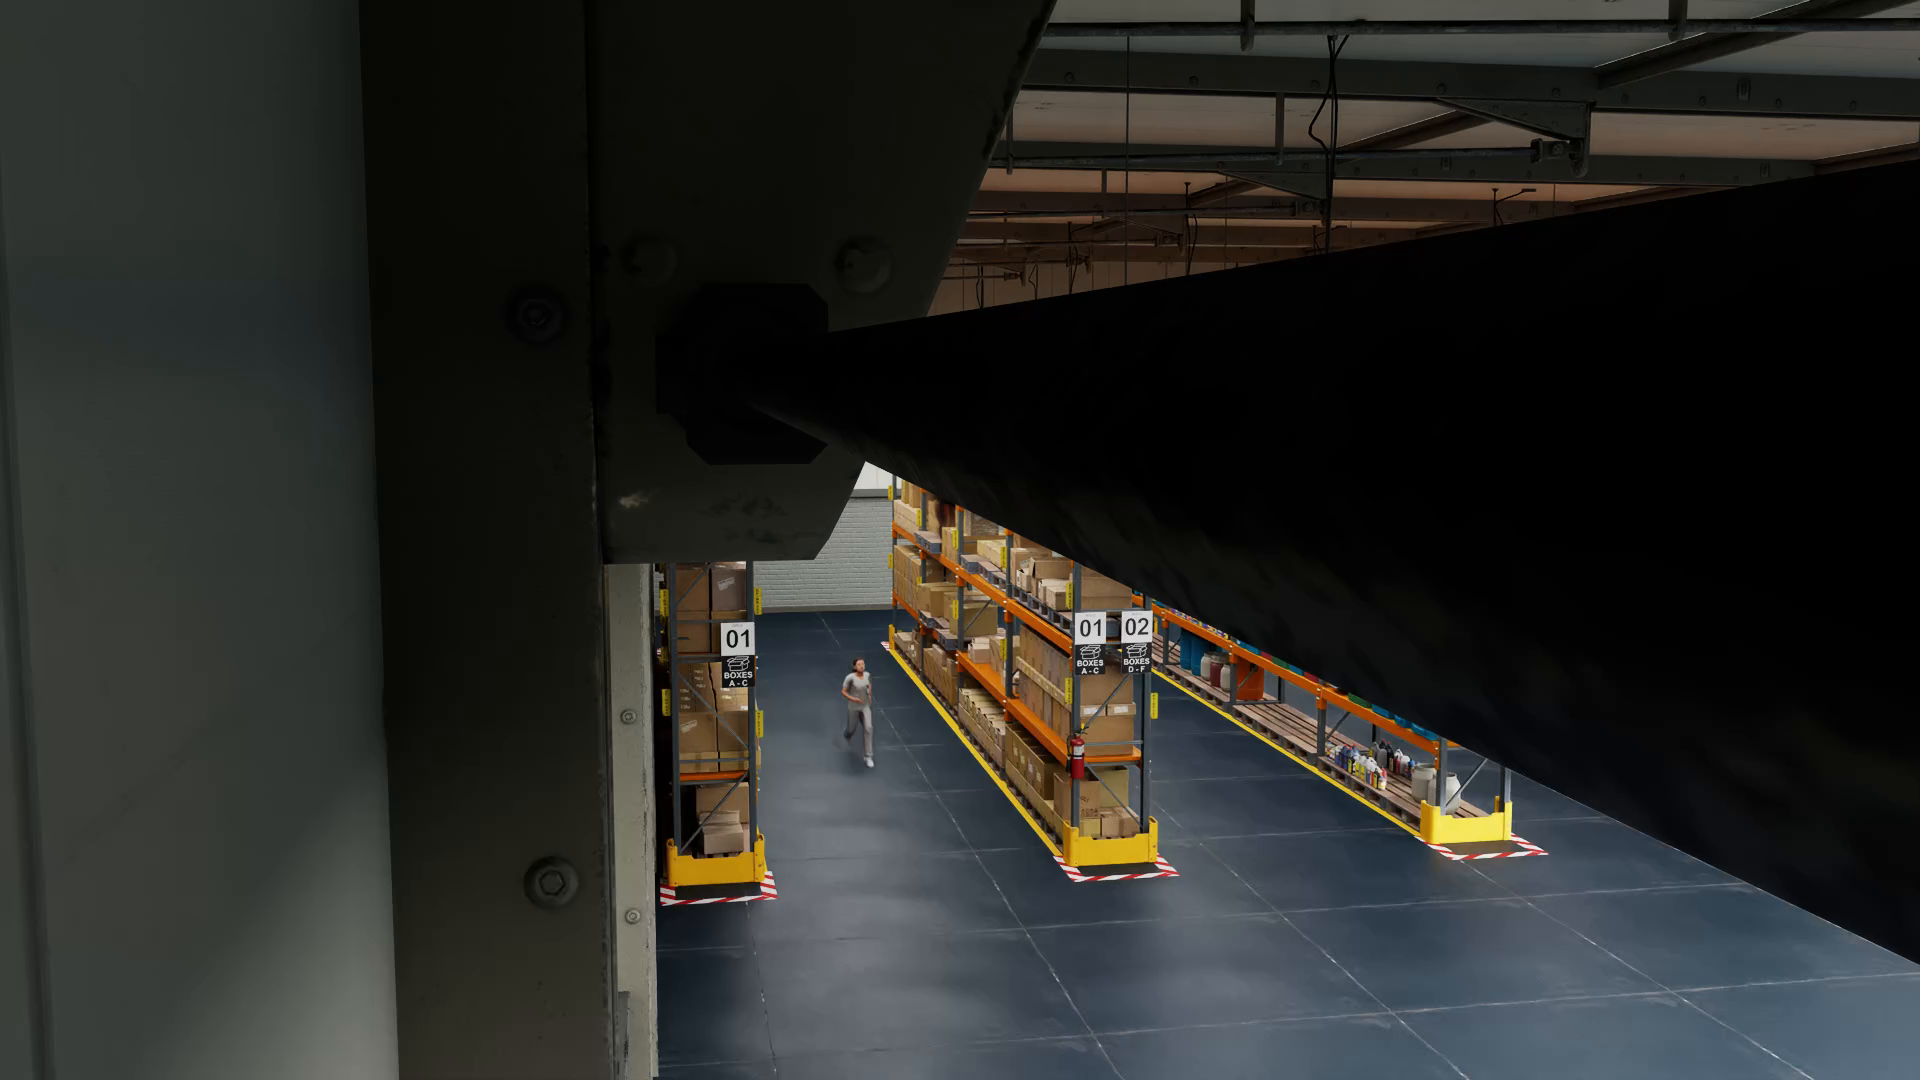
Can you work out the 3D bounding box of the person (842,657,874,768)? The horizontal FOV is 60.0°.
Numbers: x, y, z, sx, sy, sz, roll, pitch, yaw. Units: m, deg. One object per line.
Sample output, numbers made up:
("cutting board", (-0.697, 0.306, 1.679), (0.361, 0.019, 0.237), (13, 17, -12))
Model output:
("person", (-1.625, 2.674, 26.304), (0.536, 1.671, 1.125), (-2, 7, -19))
